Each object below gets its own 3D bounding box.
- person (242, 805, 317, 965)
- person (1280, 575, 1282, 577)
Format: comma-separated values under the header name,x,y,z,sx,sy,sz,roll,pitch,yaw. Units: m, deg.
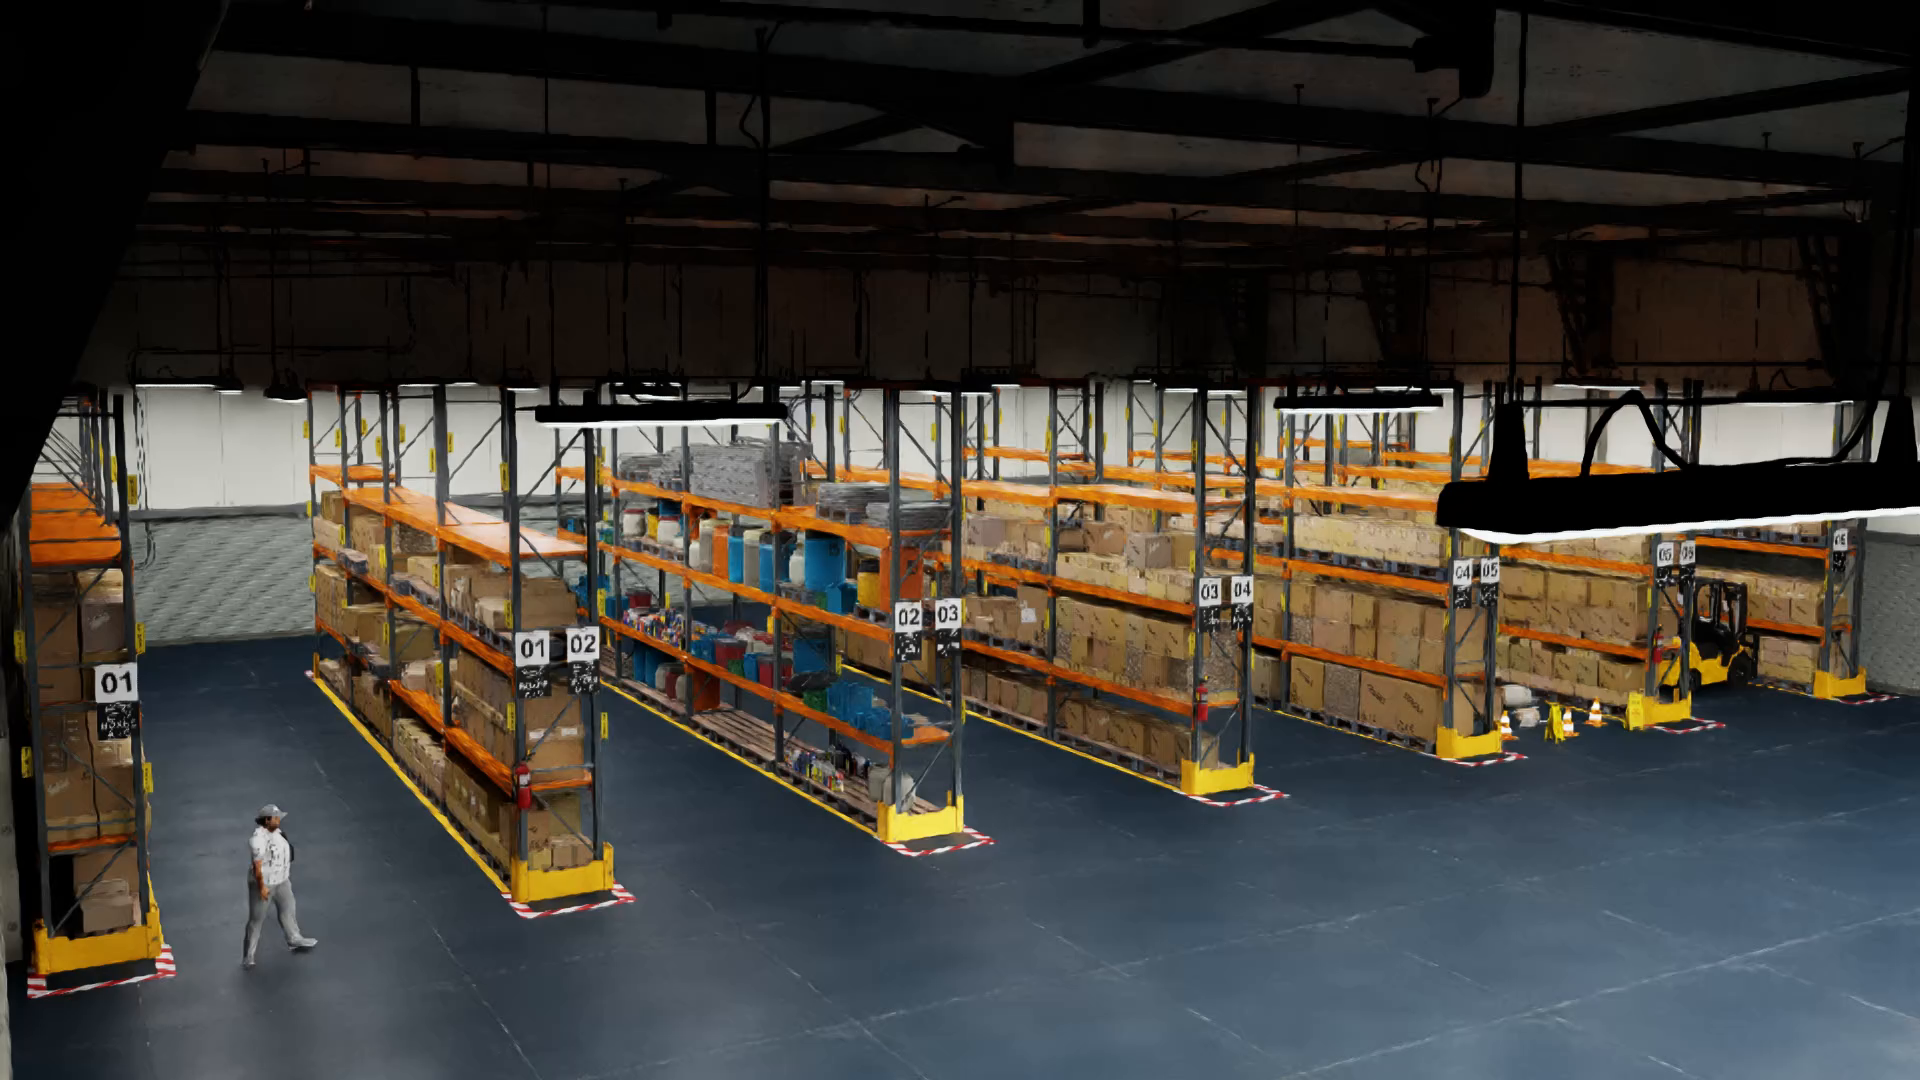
name,x,y,z,sx,sy,sz,roll,pitch,yaw
person,-7.317,3.620,17.711,0.565,1.655,0.734,1,6,10
person,7.038,1.608,36.282,0.590,1.712,0.668,-1,6,-7
